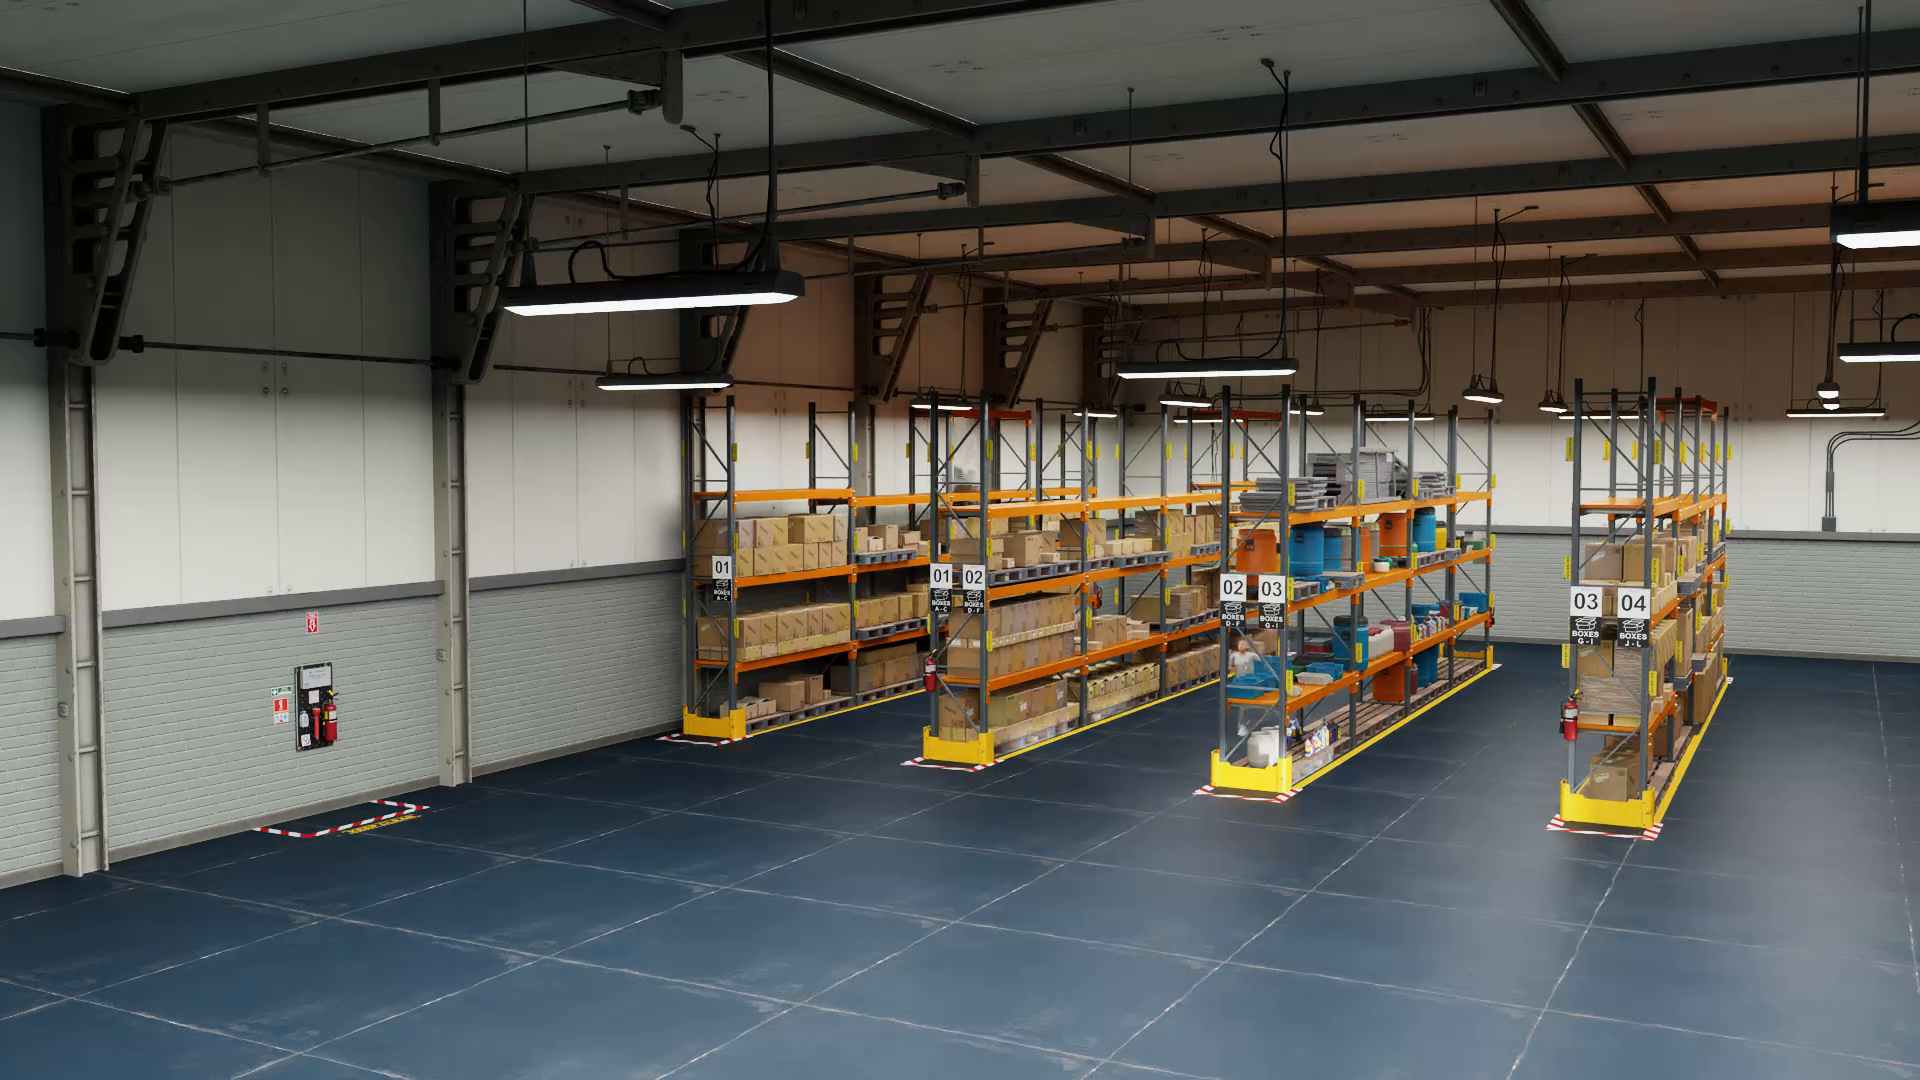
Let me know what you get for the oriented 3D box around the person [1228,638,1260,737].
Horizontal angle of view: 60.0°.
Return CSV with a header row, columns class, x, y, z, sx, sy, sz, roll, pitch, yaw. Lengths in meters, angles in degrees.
class,x,y,z,sx,sy,sz,roll,pitch,yaw
person,5.052,2.593,29.643,0.566,1.721,0.831,2,3,30
